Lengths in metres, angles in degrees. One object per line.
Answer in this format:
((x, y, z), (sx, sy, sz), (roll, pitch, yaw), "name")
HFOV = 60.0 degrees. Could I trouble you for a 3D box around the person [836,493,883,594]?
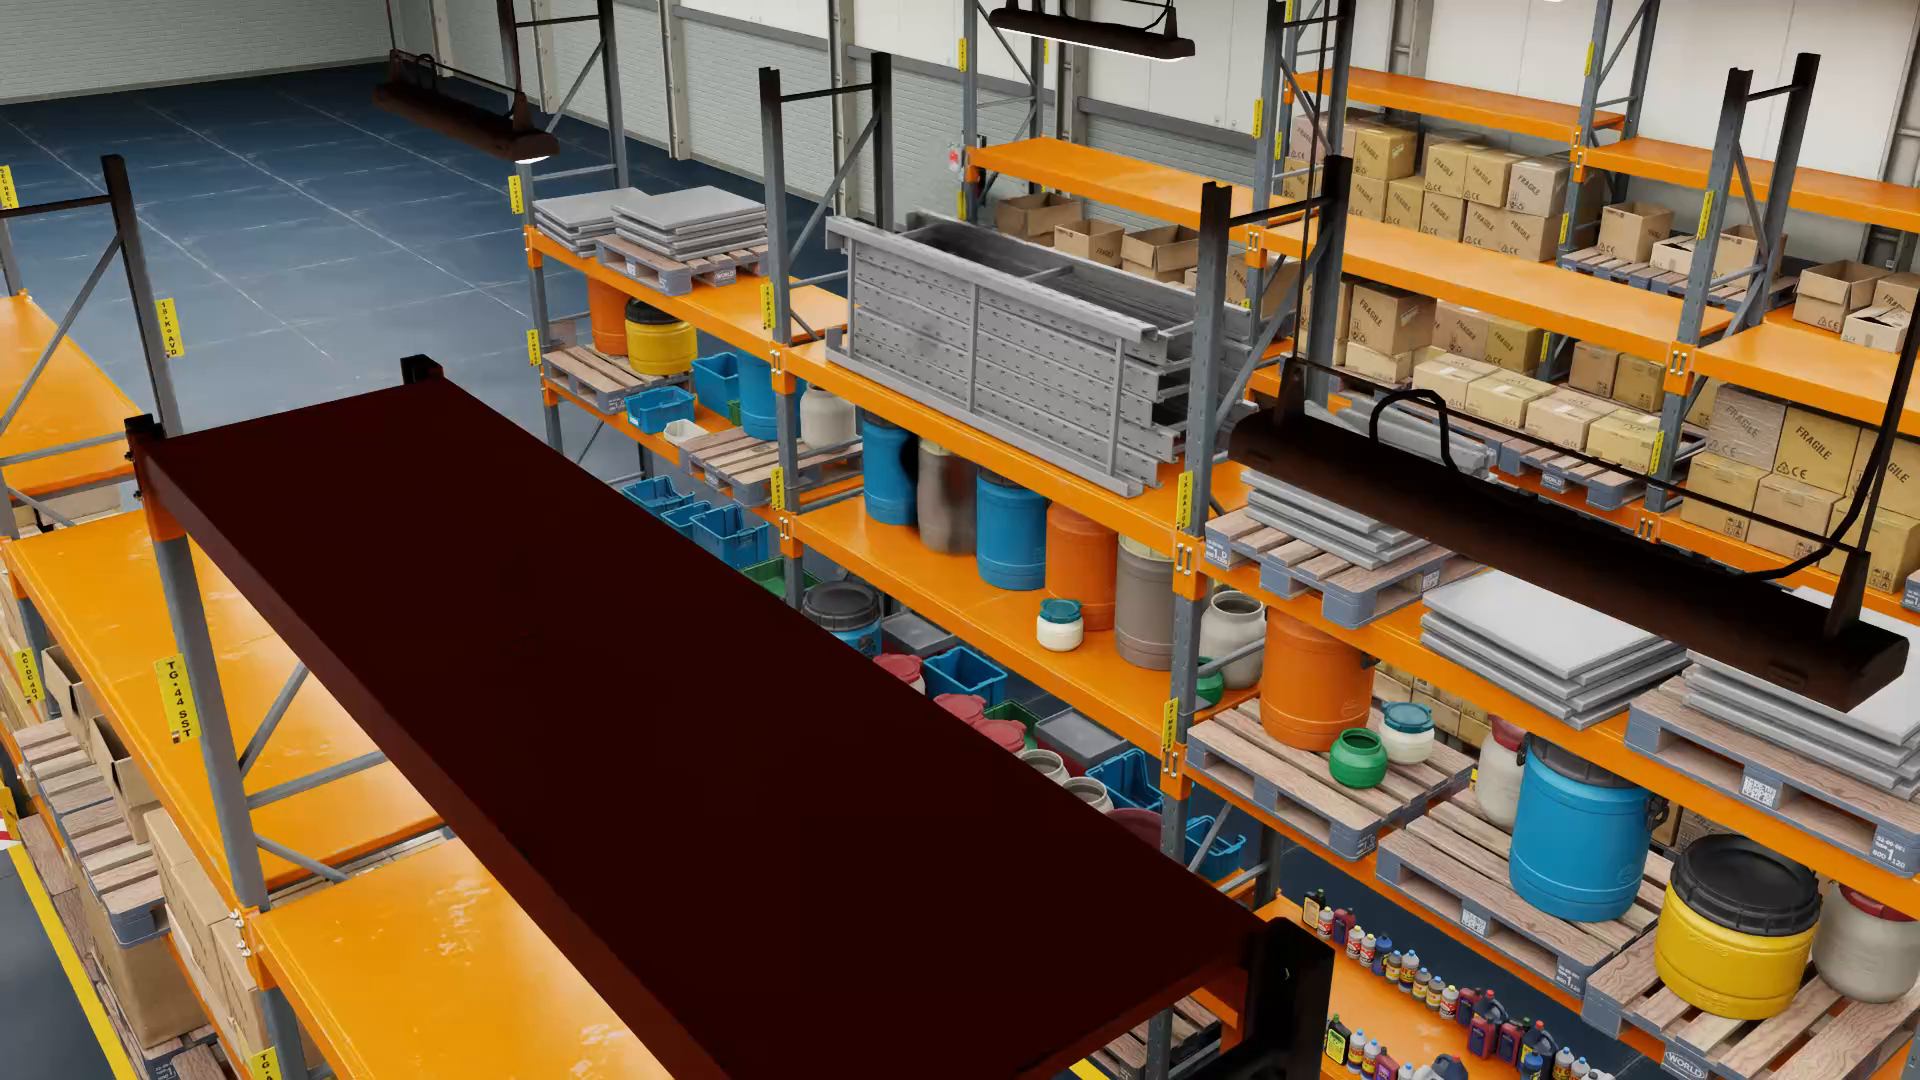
((-0.927, 0.133, 16.174), (0.776, 1.666, 0.634), (15, 30, 28), "person")
